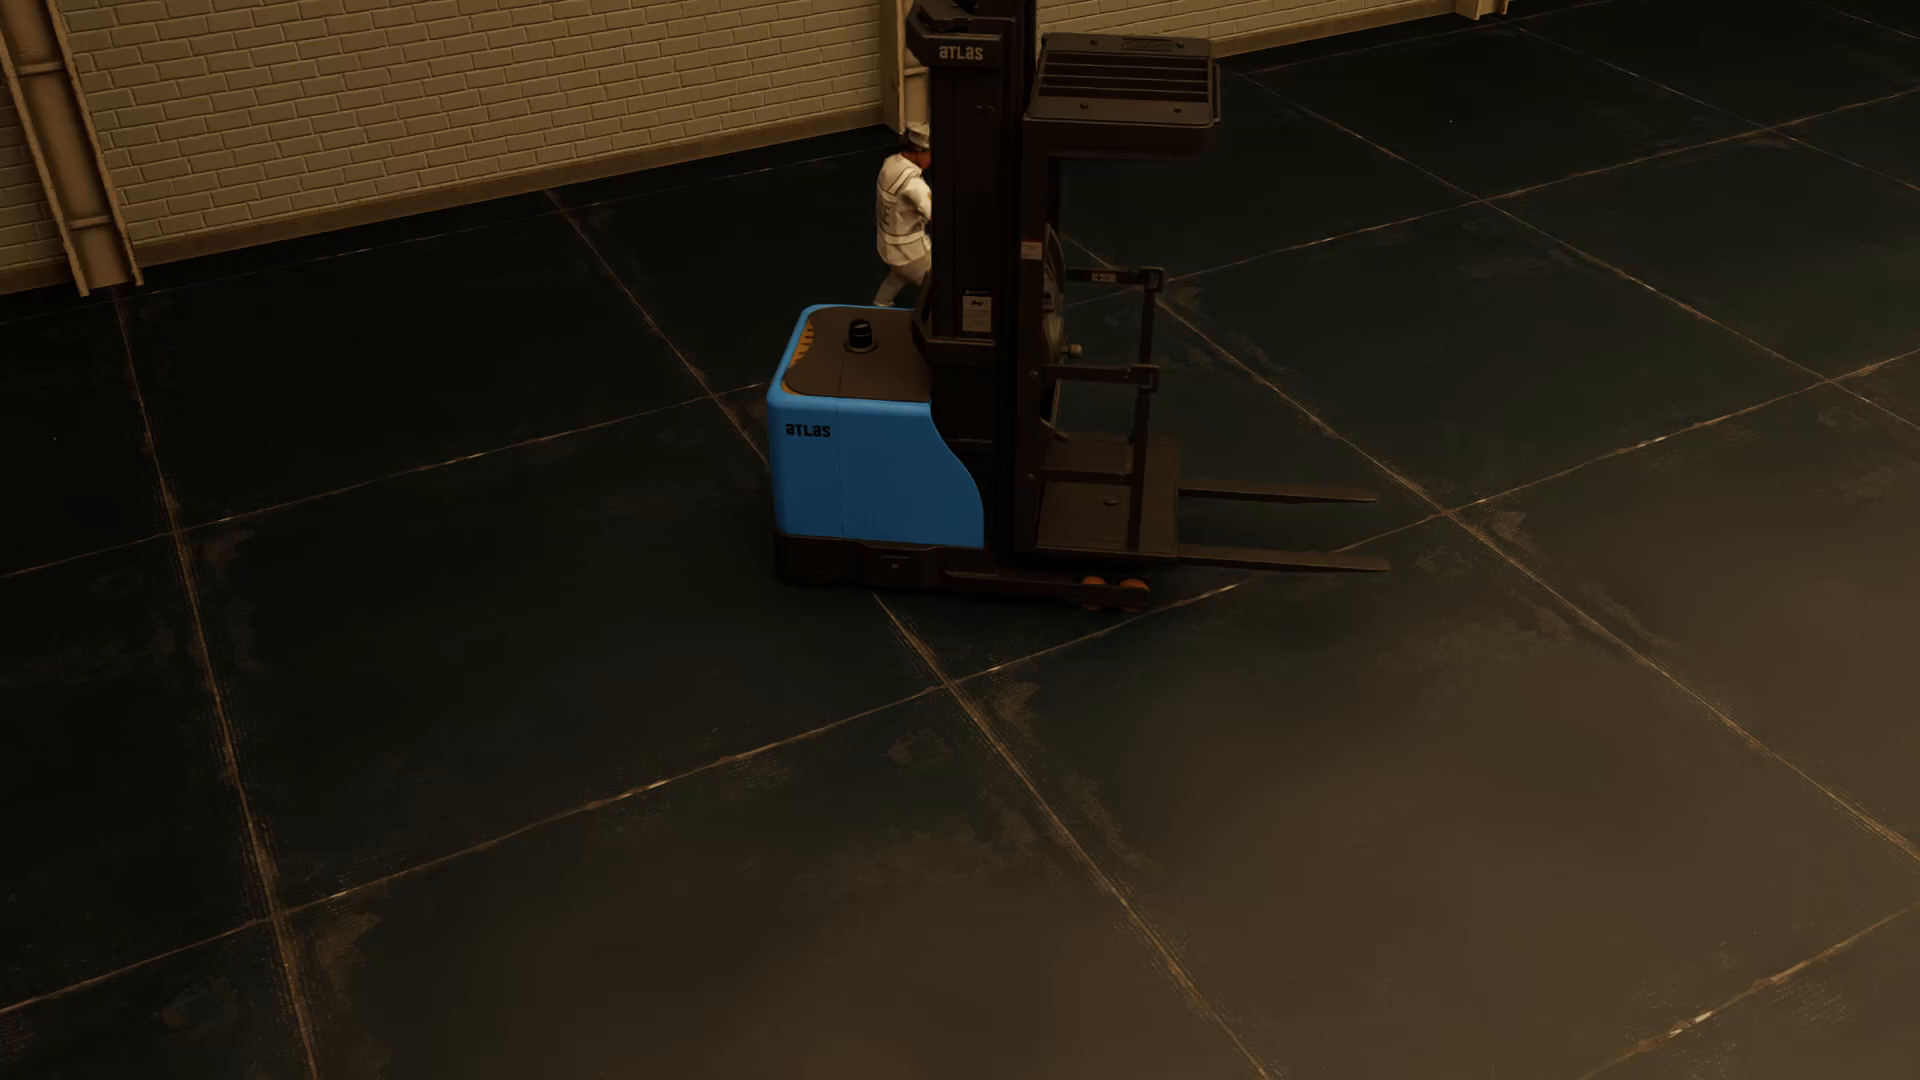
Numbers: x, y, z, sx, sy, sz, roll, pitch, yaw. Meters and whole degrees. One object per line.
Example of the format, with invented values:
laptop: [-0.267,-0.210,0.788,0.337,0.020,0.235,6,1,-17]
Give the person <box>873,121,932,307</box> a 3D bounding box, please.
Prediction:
person: [-0.178,-1.827,10.014,0.649,1.460,1.176,-10,36,-14]

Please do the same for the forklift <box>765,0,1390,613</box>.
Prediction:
forklift: [0.624,-1.166,7.772,3.031,2.935,1.130,4,35,5]
